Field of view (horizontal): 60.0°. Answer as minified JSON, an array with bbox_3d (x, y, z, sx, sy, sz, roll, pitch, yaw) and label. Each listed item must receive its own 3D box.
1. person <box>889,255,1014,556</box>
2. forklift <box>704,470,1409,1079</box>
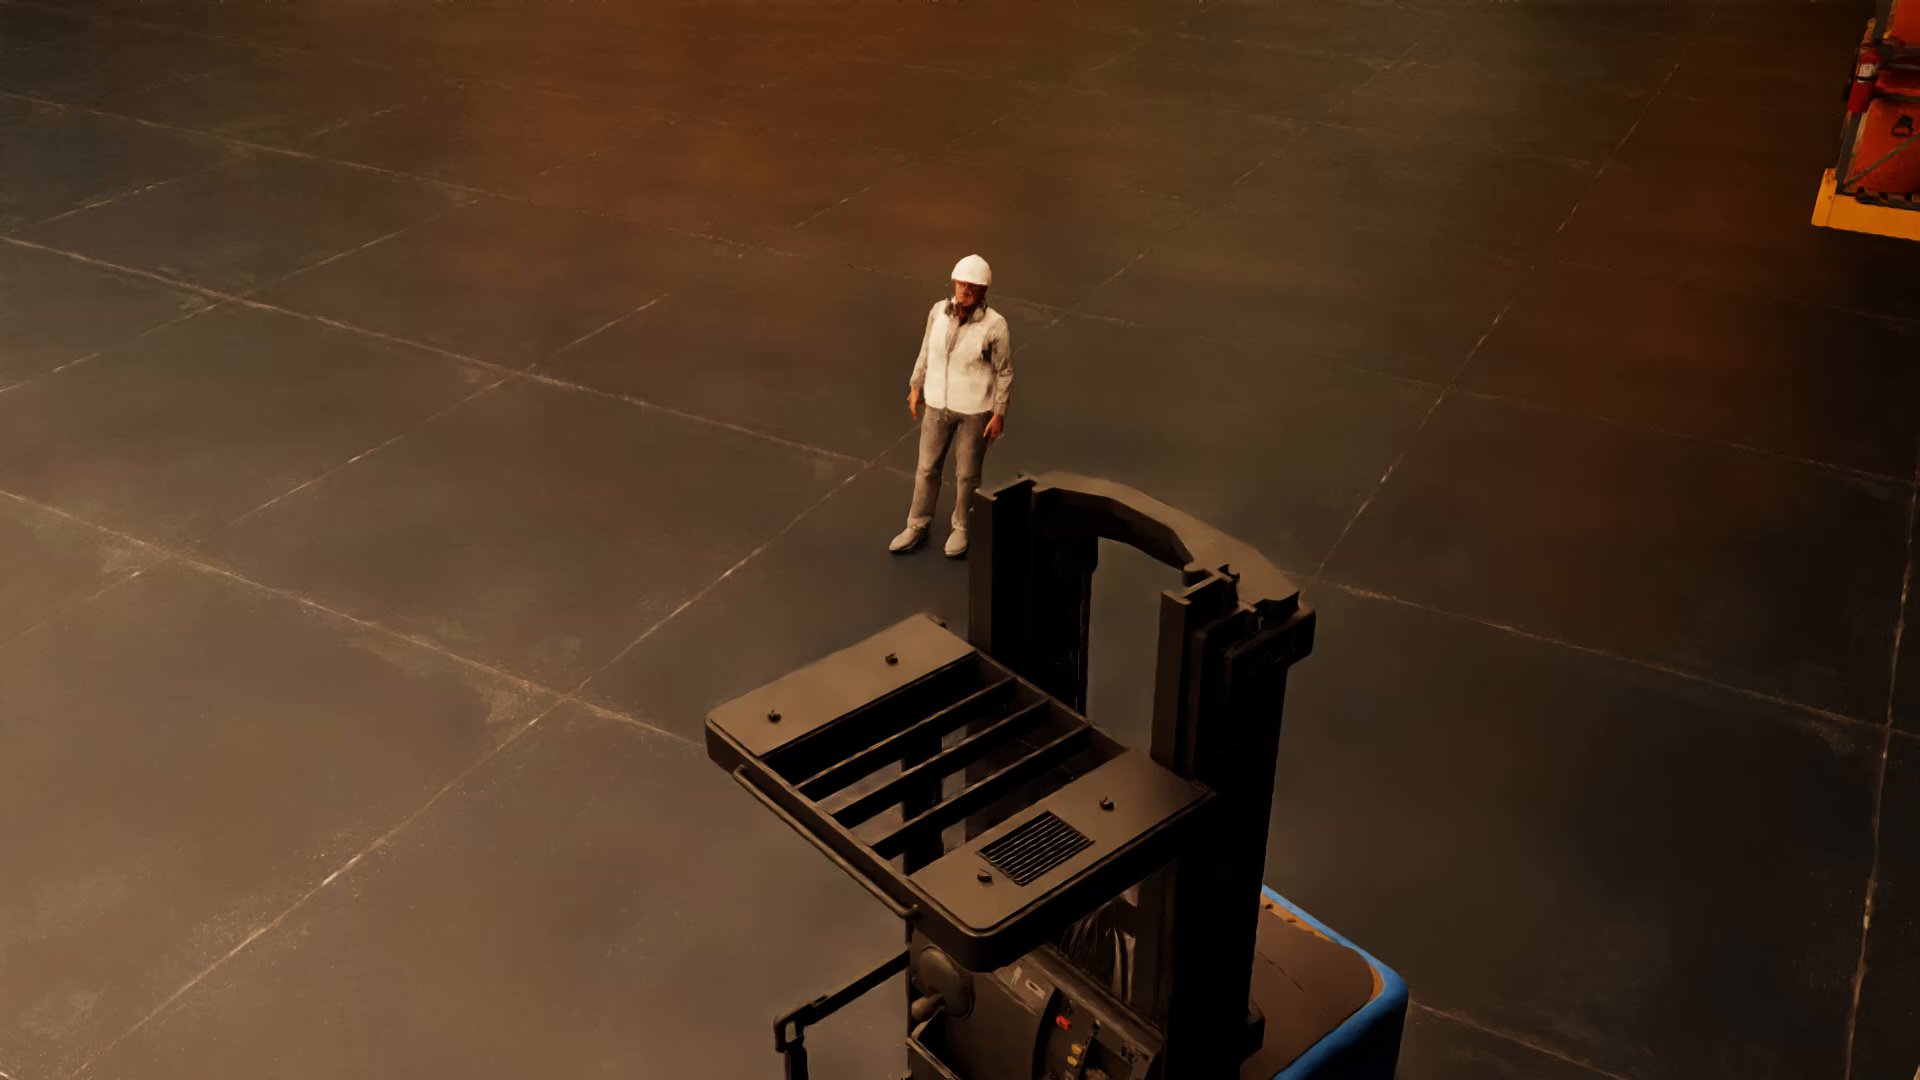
[{"bbox_3d":[-0.037,-0.749,9.512,0.632,1.773,0.567,15,33,25],"label":"person"},{"bbox_3d":[0.031,1.390,4.662,3.031,2.935,1.130,-24,37,-35],"label":"forklift"}]
